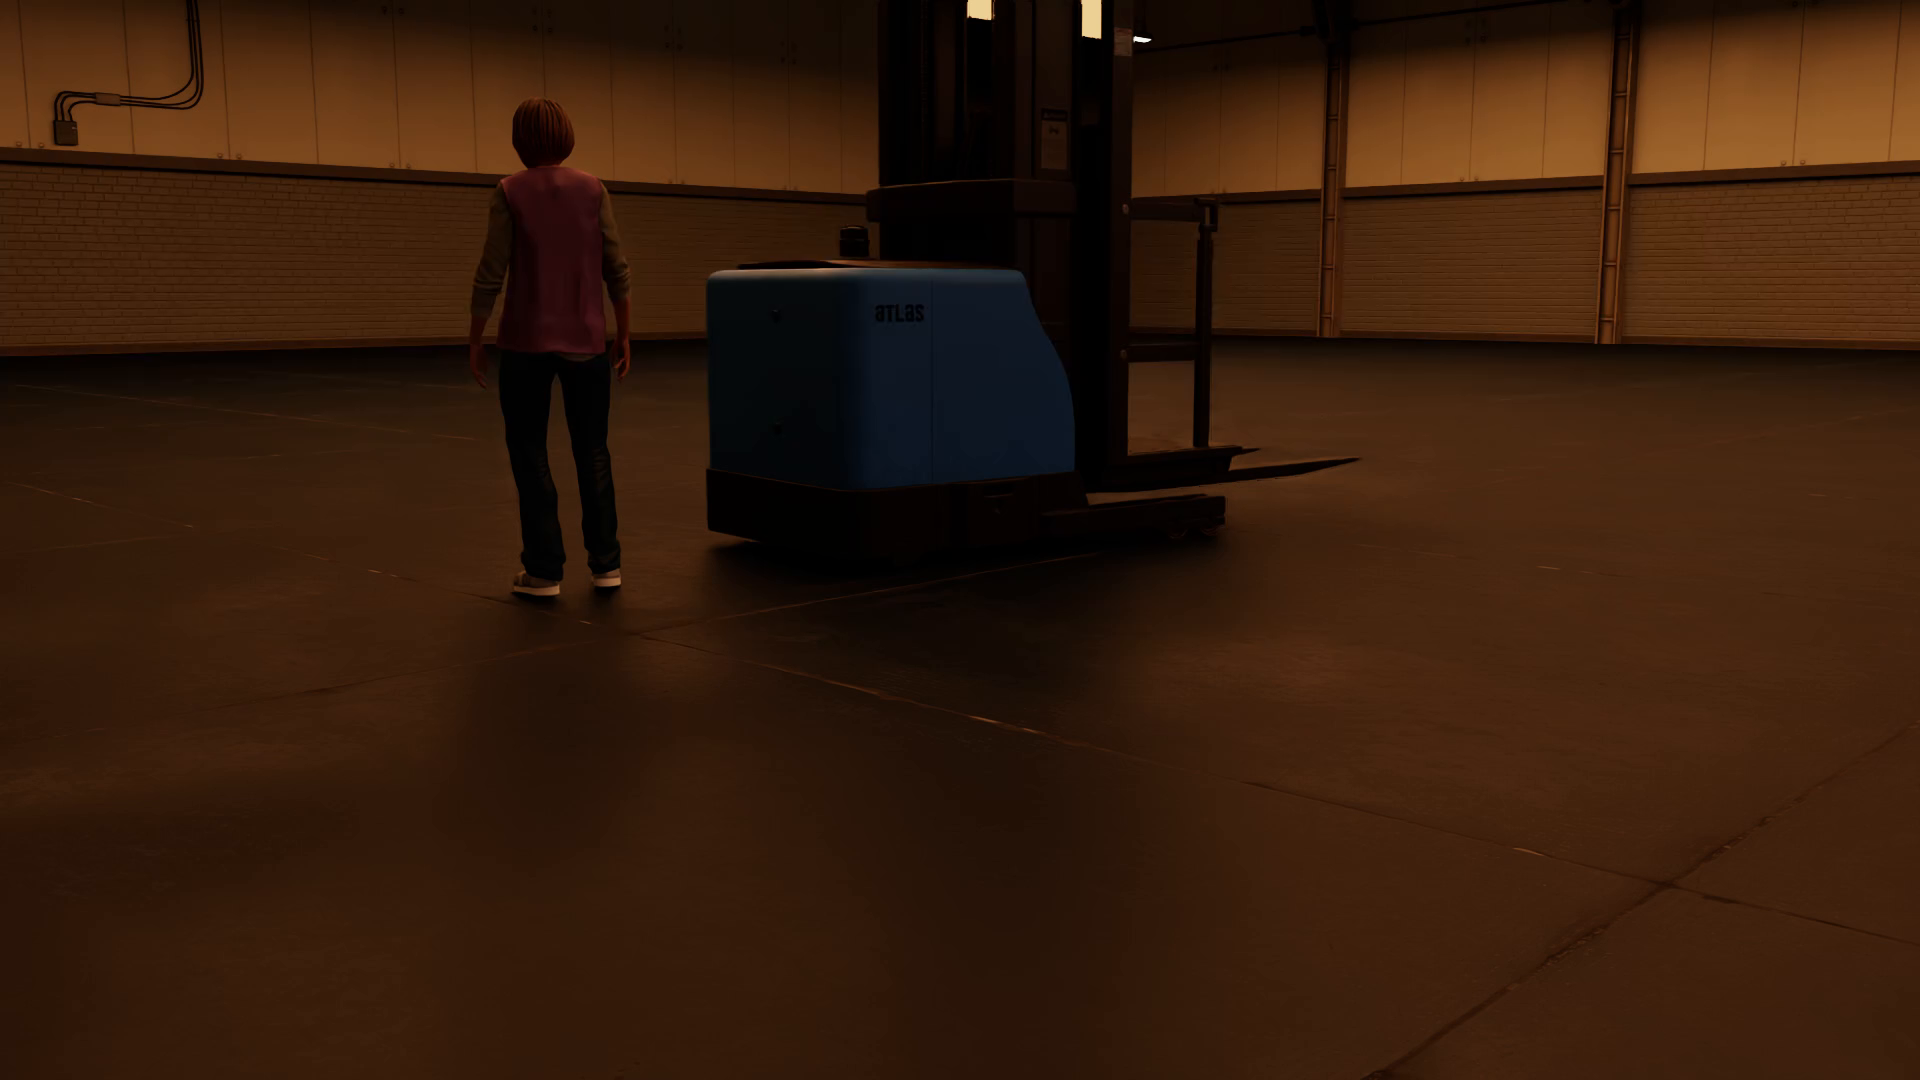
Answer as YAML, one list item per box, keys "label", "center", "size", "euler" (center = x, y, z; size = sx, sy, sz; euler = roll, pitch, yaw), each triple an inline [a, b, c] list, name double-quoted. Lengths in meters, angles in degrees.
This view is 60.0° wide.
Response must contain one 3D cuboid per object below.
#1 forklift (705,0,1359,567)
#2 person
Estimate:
- label: "forklift"
  center: [0.473, -1.507, 6.881]
  size: [3.031, 2.935, 1.130]
  euler: [-7, 11, -38]
- label: "person"
  center: [-1.338, -0.613, 5.417]
  size: [0.517, 1.602, 0.420]
  euler: [-5, 10, -28]
